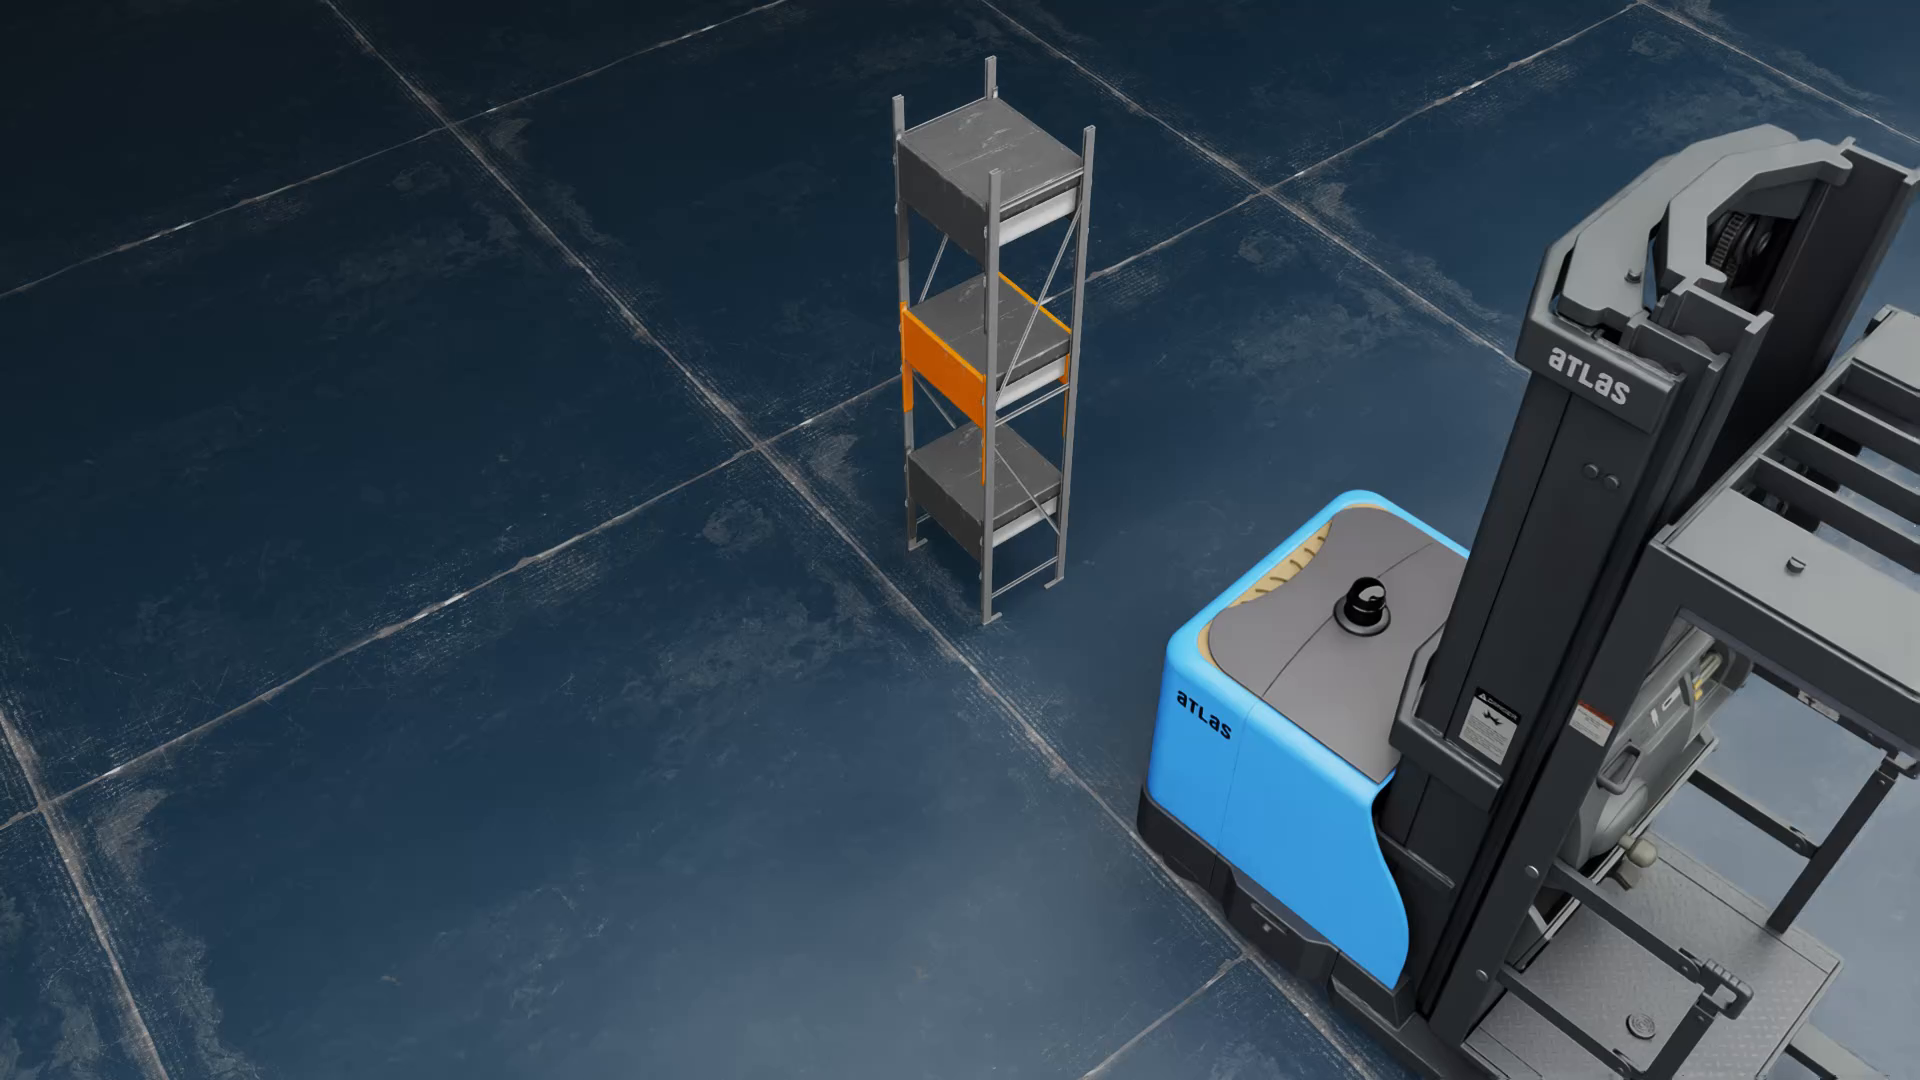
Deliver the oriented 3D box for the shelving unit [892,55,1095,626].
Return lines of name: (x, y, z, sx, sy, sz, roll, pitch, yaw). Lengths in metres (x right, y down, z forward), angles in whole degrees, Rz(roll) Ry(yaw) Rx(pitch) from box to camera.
shelving unit: (0.100, -0.608, 5.882, 0.431, 2.100, 0.503, -29, 54, -24)

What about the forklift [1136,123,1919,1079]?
forklift: (2.003, 0.575, 4.249, 1.130, 2.935, 3.031, -36, 57, -28)

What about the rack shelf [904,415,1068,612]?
rack shelf: (0.100, -0.128, 6.411, 0.431, 0.518, 0.480, -29, 54, -24)

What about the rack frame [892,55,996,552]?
rack frame: (-0.048, -0.752, 6.013, 0.400, 2.100, 0.015, -29, 54, -24)

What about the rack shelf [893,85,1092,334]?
rack shelf: (0.100, -1.069, 5.374, 0.431, 0.518, 0.480, -29, 54, -24)

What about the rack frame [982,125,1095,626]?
rack frame: (0.248, -0.464, 5.752, 0.400, 2.100, 0.015, -29, 54, -24)

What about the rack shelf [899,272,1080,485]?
rack shelf: (0.100, -0.598, 5.893, 0.431, 0.518, 0.480, -29, 54, -24)
